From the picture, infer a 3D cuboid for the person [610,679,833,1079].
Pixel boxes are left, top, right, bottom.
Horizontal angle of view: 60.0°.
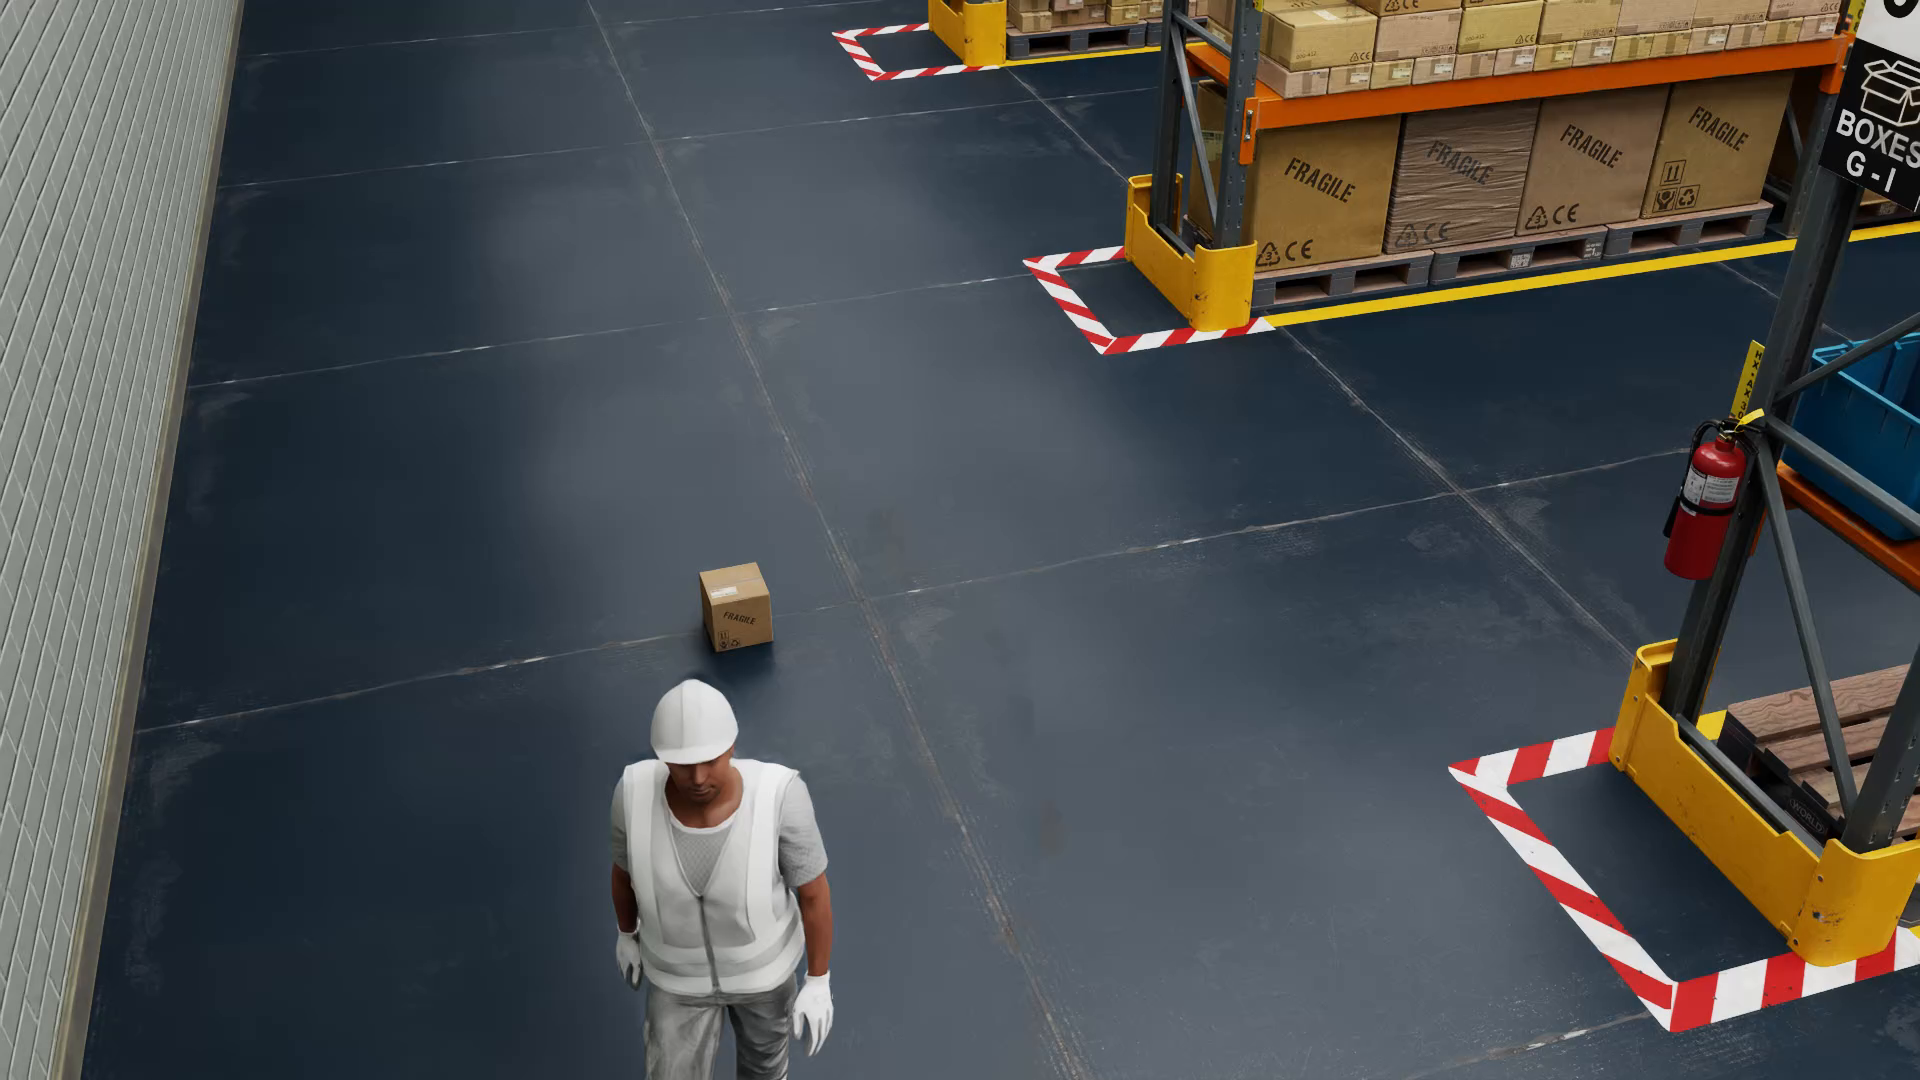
[{"bbox_3d":[-0.626,1.175,4.364,0.603,1.818,0.755,-2,34,-3],"label":"person"}]
